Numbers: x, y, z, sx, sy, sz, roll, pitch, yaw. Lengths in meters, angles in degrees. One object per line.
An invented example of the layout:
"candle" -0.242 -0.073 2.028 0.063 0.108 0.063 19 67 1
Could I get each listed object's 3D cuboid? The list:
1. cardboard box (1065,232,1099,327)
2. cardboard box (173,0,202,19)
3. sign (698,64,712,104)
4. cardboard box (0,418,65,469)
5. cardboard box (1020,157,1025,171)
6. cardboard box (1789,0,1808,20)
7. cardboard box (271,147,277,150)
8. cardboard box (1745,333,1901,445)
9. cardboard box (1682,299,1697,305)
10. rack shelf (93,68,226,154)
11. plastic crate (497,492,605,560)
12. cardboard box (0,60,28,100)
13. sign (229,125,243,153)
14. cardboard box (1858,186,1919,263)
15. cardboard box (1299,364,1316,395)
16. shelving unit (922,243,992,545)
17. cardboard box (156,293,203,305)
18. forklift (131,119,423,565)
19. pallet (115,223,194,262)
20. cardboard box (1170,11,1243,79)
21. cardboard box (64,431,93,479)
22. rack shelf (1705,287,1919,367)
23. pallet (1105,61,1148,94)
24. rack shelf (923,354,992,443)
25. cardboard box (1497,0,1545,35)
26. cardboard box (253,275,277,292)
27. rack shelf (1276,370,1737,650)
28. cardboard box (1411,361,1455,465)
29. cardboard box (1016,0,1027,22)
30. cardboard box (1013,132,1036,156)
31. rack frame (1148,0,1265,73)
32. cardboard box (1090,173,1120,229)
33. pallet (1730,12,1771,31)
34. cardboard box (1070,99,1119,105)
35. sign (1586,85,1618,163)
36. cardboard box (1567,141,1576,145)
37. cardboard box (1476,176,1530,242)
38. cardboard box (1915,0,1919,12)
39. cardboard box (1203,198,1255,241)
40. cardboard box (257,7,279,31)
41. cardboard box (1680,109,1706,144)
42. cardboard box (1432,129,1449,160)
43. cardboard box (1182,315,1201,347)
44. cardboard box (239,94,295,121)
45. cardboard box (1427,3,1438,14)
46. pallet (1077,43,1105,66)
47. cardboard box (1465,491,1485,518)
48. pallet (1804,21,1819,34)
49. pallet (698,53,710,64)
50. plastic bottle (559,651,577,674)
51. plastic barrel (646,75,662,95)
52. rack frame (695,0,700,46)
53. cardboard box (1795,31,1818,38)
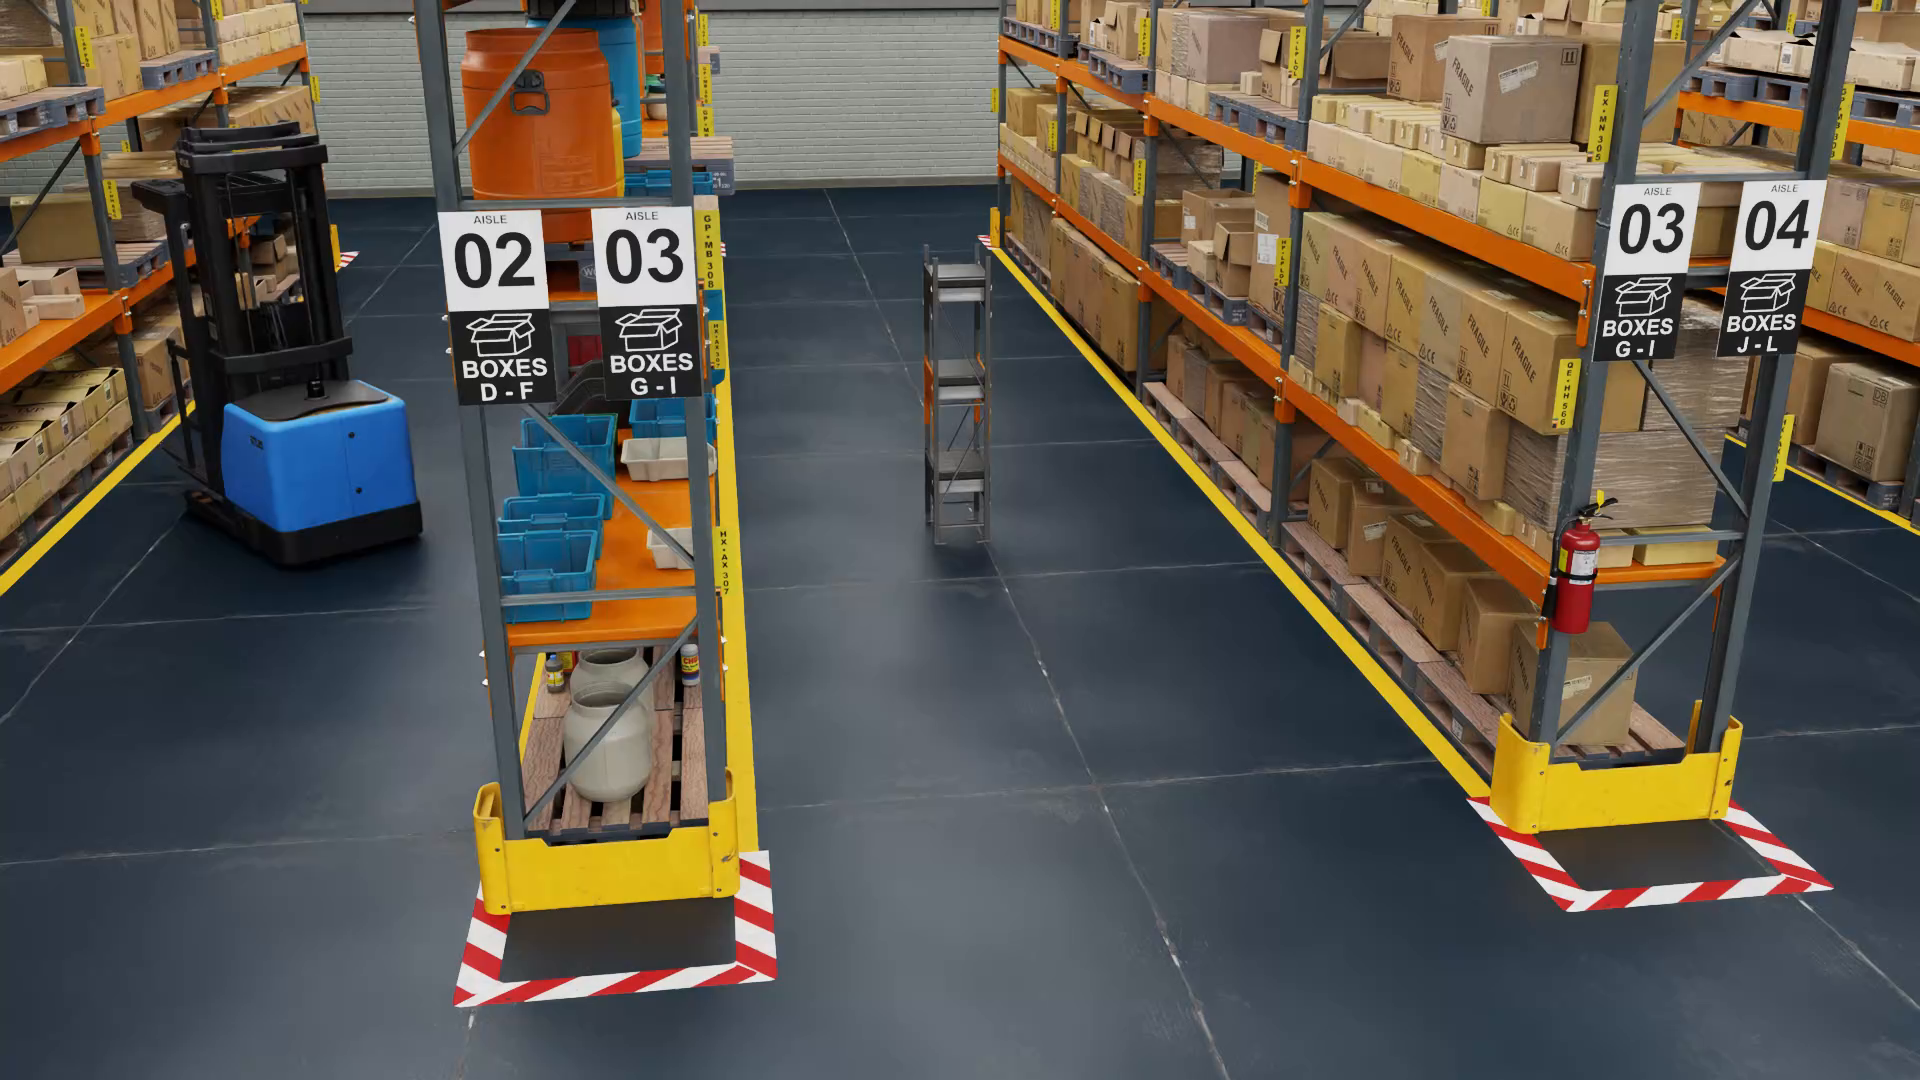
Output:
"cardboard box" 1.840 -2.826 17.931 1.225 0.875 0.875 -4 21 -10
"cardboard box" -8.312 -5.743 17.446 0.700 0.500 0.500 -3 21 -8
"sign" -2.182 -3.906 14.249 0.100 0.325 0.005 -3 21 -8
"cardboard box" -7.087 -0.745 12.453 0.500 0.311 0.500 -2 21 -6
"cardboard box" 0.970 -4.750 21.005 0.380 0.149 0.250 -3 21 -9
"cardboard box" 10.971 -7.029 21.576 0.500 0.500 0.500 -3 21 -7
"cardboard box" -8.155 -4.243 19.148 0.500 0.500 0.500 -3 21 -8
"cardboard box" 7.361 -1.287 13.990 1.050 0.750 0.750 -3 21 -8
"cardboard box" 3.454 -1.032 8.694 0.500 0.500 0.500 -3 21 -8
"rack shelf" -7.916 -4.032 15.465 1.077 0.370 4.000 -3 21 -8
"plastic crate" -2.029 -0.063 8.311 0.499 0.251 0.408 -3 21 -8
"cardboard box" -7.413 -3.468 12.541 0.500 0.250 0.500 -2 21 -6
"sign" -7.656 -4.228 17.593 0.100 0.325 0.005 -3 21 -8
"cardboard box" 7.521 -2.464 12.956 0.700 0.500 0.500 -3 21 -9
"cardboard box" 2.509 -1.090 11.206 0.380 0.149 0.250 -3 21 -8
"shelving unit" -0.024 -1.041 12.002 0.431 2.100 0.503 -3 21 -8
"cardboard box" -7.715 -2.189 16.735 0.500 0.500 0.500 -3 21 -7
"forklift" -5.295 -1.631 12.394 1.130 2.935 3.031 -18 27 -39
"pallet" -7.913 -2.854 15.845 1.003 0.211 1.213 -3 21 -8
"cardboard box" 2.058 -4.104 13.773 0.500 0.500 0.500 -3 21 -7
"cardboard box" -7.163 -0.657 13.019 0.500 0.250 0.500 -2 21 -7
"rack shelf" 7.386 -1.955 14.192 1.077 0.370 4.000 -3 21 -8
"pallet" 2.030 -4.306 15.442 1.213 0.211 1.003 -2 21 -5
"rack shelf" -0.024 -1.028 12.007 0.431 0.518 0.480 -3 21 -8
"cardboard box" 6.467 -5.882 18.646 0.700 0.500 0.500 -3 21 -8
"cardboard box" -8.186 -2.990 19.355 0.380 0.166 0.250 -3 21 -8
"rack shelf" 3.040 -0.355 9.908 1.077 0.370 4.000 -3 21 -8
"cardboard box" 3.056 -0.720 9.288 0.875 0.500 0.500 -3 21 -8
"cardboard box" 1.112 -6.857 21.114 0.700 0.500 0.500 -4 21 -10
"cardboard box" 0.975 -5.075 21.305 0.500 0.250 0.500 -4 21 -10
"rack frame" 2.175 -5.580 14.294 1.000 3.000 0.127 -3 21 -8
"cardboard box" 1.642 -3.503 17.166 0.500 0.500 0.500 -3 21 -7
"pallet" 10.946 -7.146 22.903 1.003 0.211 1.213 -3 21 -8
"cardboard box" 1.640 -5.104 20.313 0.500 0.500 0.500 -4 21 -9
"sign" 2.776 -1.798 7.192 0.100 0.325 0.005 -3 21 -8
"cardboard box" 3.364 -2.080 8.856 0.380 0.149 0.250 -4 21 -10
"cardboard box" 2.933 -1.661 8.304 0.500 0.250 0.500 -3 21 -7
"cardboard box" 11.245 -5.983 18.918 0.500 0.500 0.500 -3 21 -9
"cardboard box" 2.472 -2.640 14.254 0.700 0.500 0.500 0 20 0
"cardboard box" -8.314 -6.099 19.470 0.500 0.250 0.500 -3 21 -8
"cardboard box" 10.614 -5.905 23.597 0.500 0.500 0.500 -3 21 -8
"cardboard box" 2.806 -2.150 9.042 0.380 0.149 0.250 -4 21 -11
"cardboard box" 2.302 -1.925 14.956 0.500 0.250 0.500 -2 21 -6
"cardboard box" -8.292 -5.062 19.910 0.500 0.500 0.500 -2 21 -6
"cardboard box" 6.060 -6.447 20.402 0.500 0.250 0.500 -2 21 -6
"pallet" 1.780 -5.155 17.717 0.805 0.209 1.217 -4 21 -10
"cardboard box" 2.940 -0.228 8.899 0.380 0.149 0.250 -3 21 -8
"pallet" 11.298 -6.302 20.641 1.003 0.211 1.213 -3 21 -8
"pallet" -2.926 -4.562 16.127 1.003 0.211 1.213 -3 21 -8
"plastic bottle" -2.280 0.618 9.539 0.152 0.276 0.135 -3 21 -7
"plastic barrel" -2.640 -3.769 13.955 0.294 0.245 0.294 0 20 0
"rack frame" -3.302 -6.715 17.333 1.000 3.000 0.127 -3 21 -8
"cardboard box" 7.546 -4.245 14.391 0.500 0.311 0.500 -3 21 -8
